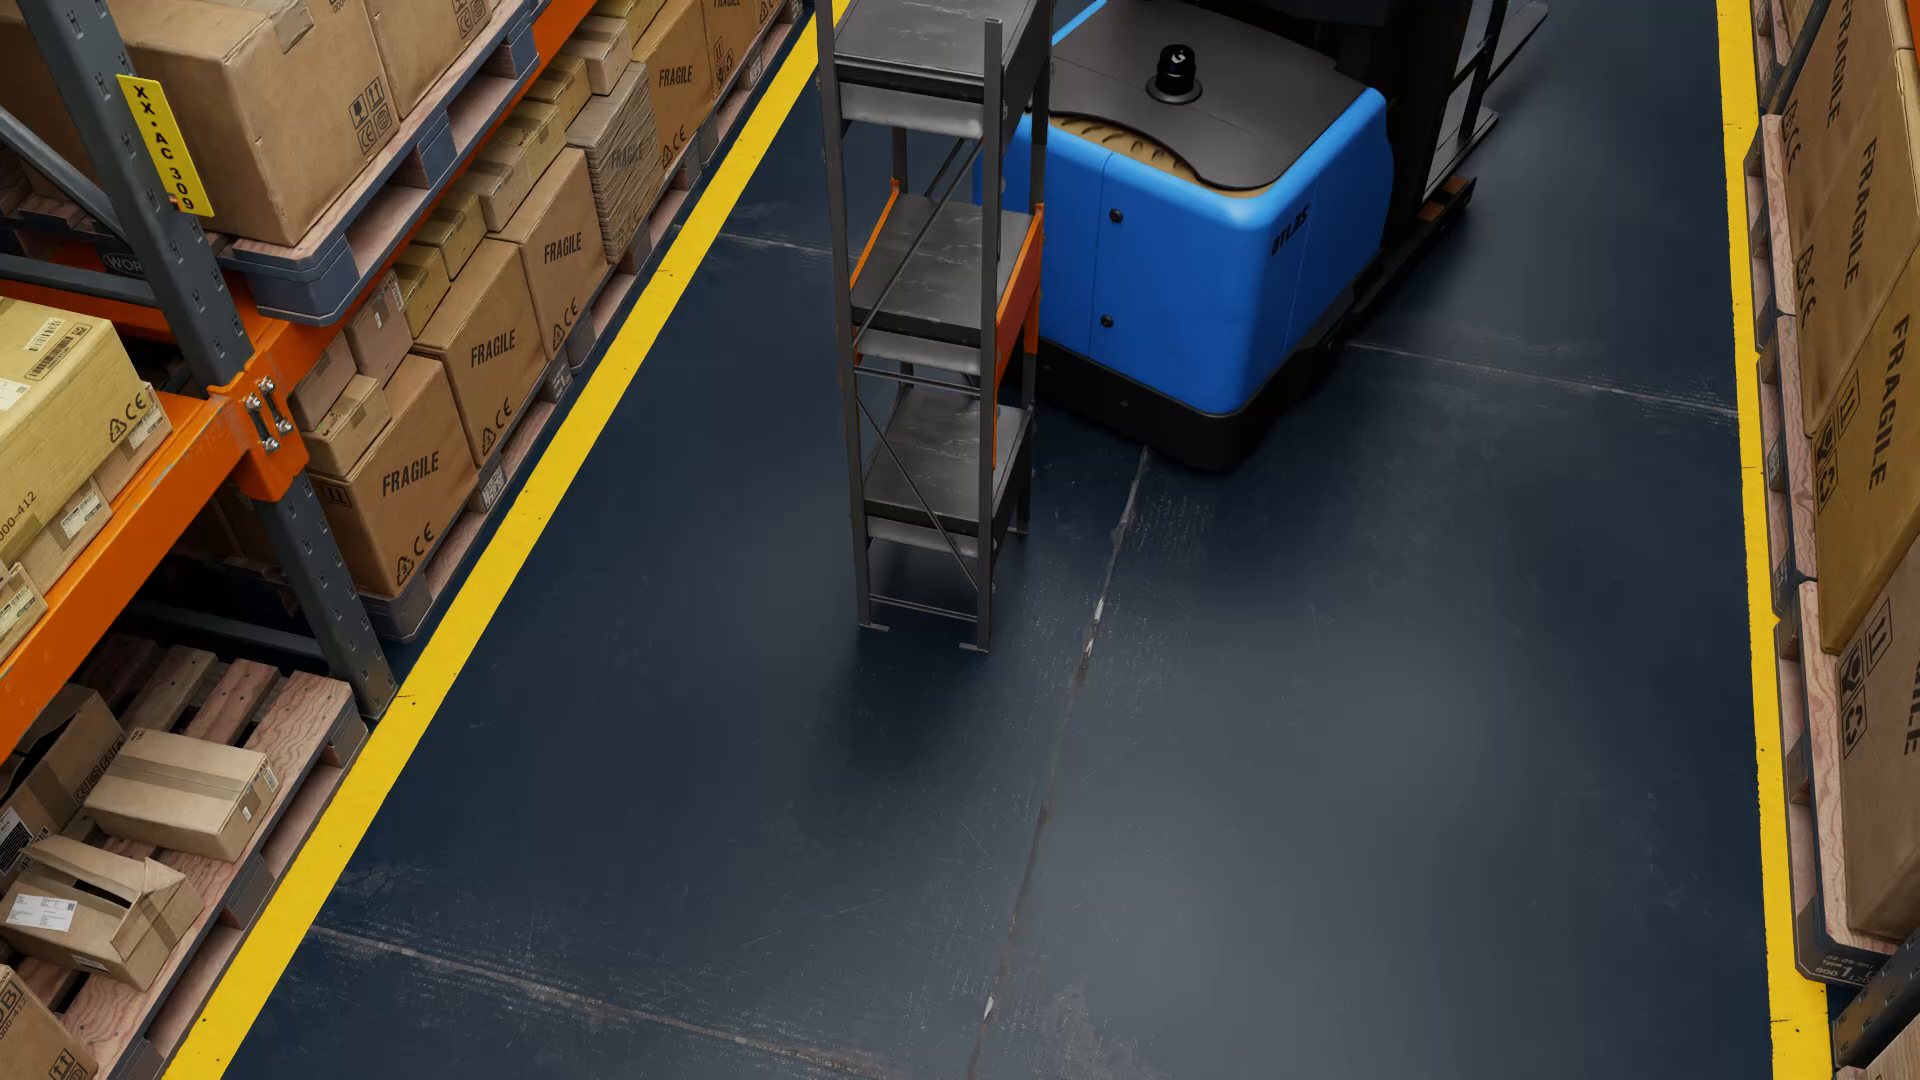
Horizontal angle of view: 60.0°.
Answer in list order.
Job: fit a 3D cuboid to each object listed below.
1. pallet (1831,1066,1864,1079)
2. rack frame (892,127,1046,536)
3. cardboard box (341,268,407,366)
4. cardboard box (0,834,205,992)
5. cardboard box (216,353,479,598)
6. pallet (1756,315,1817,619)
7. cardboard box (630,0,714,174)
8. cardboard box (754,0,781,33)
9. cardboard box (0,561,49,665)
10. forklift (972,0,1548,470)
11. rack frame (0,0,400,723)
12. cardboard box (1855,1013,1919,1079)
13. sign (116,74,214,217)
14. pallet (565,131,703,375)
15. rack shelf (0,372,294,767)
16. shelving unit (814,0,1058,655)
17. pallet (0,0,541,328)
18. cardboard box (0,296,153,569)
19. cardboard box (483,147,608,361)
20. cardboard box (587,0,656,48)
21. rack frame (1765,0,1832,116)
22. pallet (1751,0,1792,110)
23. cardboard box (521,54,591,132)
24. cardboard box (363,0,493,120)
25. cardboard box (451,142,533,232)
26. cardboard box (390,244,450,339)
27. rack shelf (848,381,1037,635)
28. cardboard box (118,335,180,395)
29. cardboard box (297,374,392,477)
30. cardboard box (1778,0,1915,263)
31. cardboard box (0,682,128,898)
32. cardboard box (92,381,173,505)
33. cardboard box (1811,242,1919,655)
[{"bbox_3d":[2.376,1.824,3.500,1.003,0.211,1.213,12,50,10],"label":"pallet"},{"bbox_3d":[0.021,-0.752,4.513,0.400,2.100,0.015,12,50,10],"label":"rack frame"},{"bbox_3d":[-1.764,-0.640,4.570,0.380,0.149,0.250,9,49,8],"label":"cardboard box"},{"bbox_3d":[-2.095,0.874,4.021,0.396,0.266,0.258,13,50,11],"label":"cardboard box"},{"bbox_3d":[-1.793,-0.228,4.838,0.500,0.500,0.500,14,50,12],"label":"cardboard box"},{"bbox_3d":[3.102,-0.169,5.259,1.003,0.211,1.213,12,50,10],"label":"pallet"},{"bbox_3d":[-1.266,-1.728,6.162,0.500,0.500,0.500,14,50,12],"label":"cardboard box"},{"bbox_3d":[-0.989,-2.467,6.814,0.500,0.500,0.500,13,50,11],"label":"cardboard box"},{"bbox_3d":[-2.071,0.138,3.295,0.380,0.149,0.250,13,50,11],"label":"cardboard box"},{"bbox_3d":[1.290,-2.264,5.294,1.130,2.935,3.031,28,54,23],"label":"forklift"},{"bbox_3d":[-2.138,-0.611,3.788,1.000,3.000,0.127,12,50,10],"label":"rack frame"},{"bbox_3d":[2.383,1.508,3.347,0.875,0.438,0.875,11,49,9],"label":"cardboard box"},{"bbox_3d":[-1.612,-0.795,3.374,0.100,0.325,0.005,12,50,10],"label":"sign"},{"bbox_3d":[-1.641,-1.169,6.141,1.003,0.211,1.213,12,50,10],"label":"pallet"},{"bbox_3d":[-2.664,1.074,2.781,1.077,0.370,4.000,12,50,10],"label":"rack shelf"},{"bbox_3d":[-0.044,-0.575,4.357,0.431,2.100,0.503,12,50,10],"label":"shelving unit"},{"bbox_3d":[-1.822,-1.103,4.351,1.003,0.211,1.213,12,50,10],"label":"pallet"},{"bbox_3d":[-2.036,-0.243,3.365,0.500,0.250,0.500,13,50,11],"label":"cardboard box"},{"bbox_3d":[-1.527,-0.975,5.497,0.500,0.500,0.500,10,49,9],"label":"cardboard box"},{"bbox_3d":[-1.303,-1.875,5.859,0.380,0.149,0.250,11,49,9],"label":"cardboard box"},{"bbox_3d":[3.705,-2.527,5.480,1.000,3.000,0.127,12,50,10],"label":"rack frame"},{"bbox_3d":[3.912,-2.169,7.024,1.003,0.211,1.213,12,50,10],"label":"pallet"},{"bbox_3d":[-1.460,-1.502,5.529,0.380,0.149,0.250,12,50,10],"label":"cardboard box"},{"bbox_3d":[-1.658,-1.463,4.194,0.700,0.500,0.500,12,50,10],"label":"cardboard box"},{"bbox_3d":[-1.571,-1.122,5.194,0.380,0.149,0.250,11,50,10],"label":"cardboard box"},{"bbox_3d":[-1.732,-0.747,4.864,0.380,0.149,0.250,9,49,8],"label":"cardboard box"},{"bbox_3d":[-0.044,-0.103,4.892,0.431,0.518,0.480,12,50,10],"label":"rack shelf"},{"bbox_3d":[-2.319,-0.460,4.610,0.380,0.149,0.250,10,49,9],"label":"cardboard box"},{"bbox_3d":[-1.786,-0.344,4.507,0.380,0.149,0.250,14,50,12],"label":"cardboard box"},{"bbox_3d":[3.443,-1.480,5.692,0.875,0.875,0.875,11,50,10],"label":"cardboard box"},{"bbox_3d":[-2.539,0.571,4.258,0.500,0.311,0.500,13,50,11],"label":"cardboard box"},{"bbox_3d":[-1.978,-0.247,3.635,0.380,0.149,0.250,12,50,11],"label":"cardboard box"},{"bbox_3d":[2.968,-0.189,4.553,0.875,0.875,0.875,13,50,11],"label":"cardboard box"}]
